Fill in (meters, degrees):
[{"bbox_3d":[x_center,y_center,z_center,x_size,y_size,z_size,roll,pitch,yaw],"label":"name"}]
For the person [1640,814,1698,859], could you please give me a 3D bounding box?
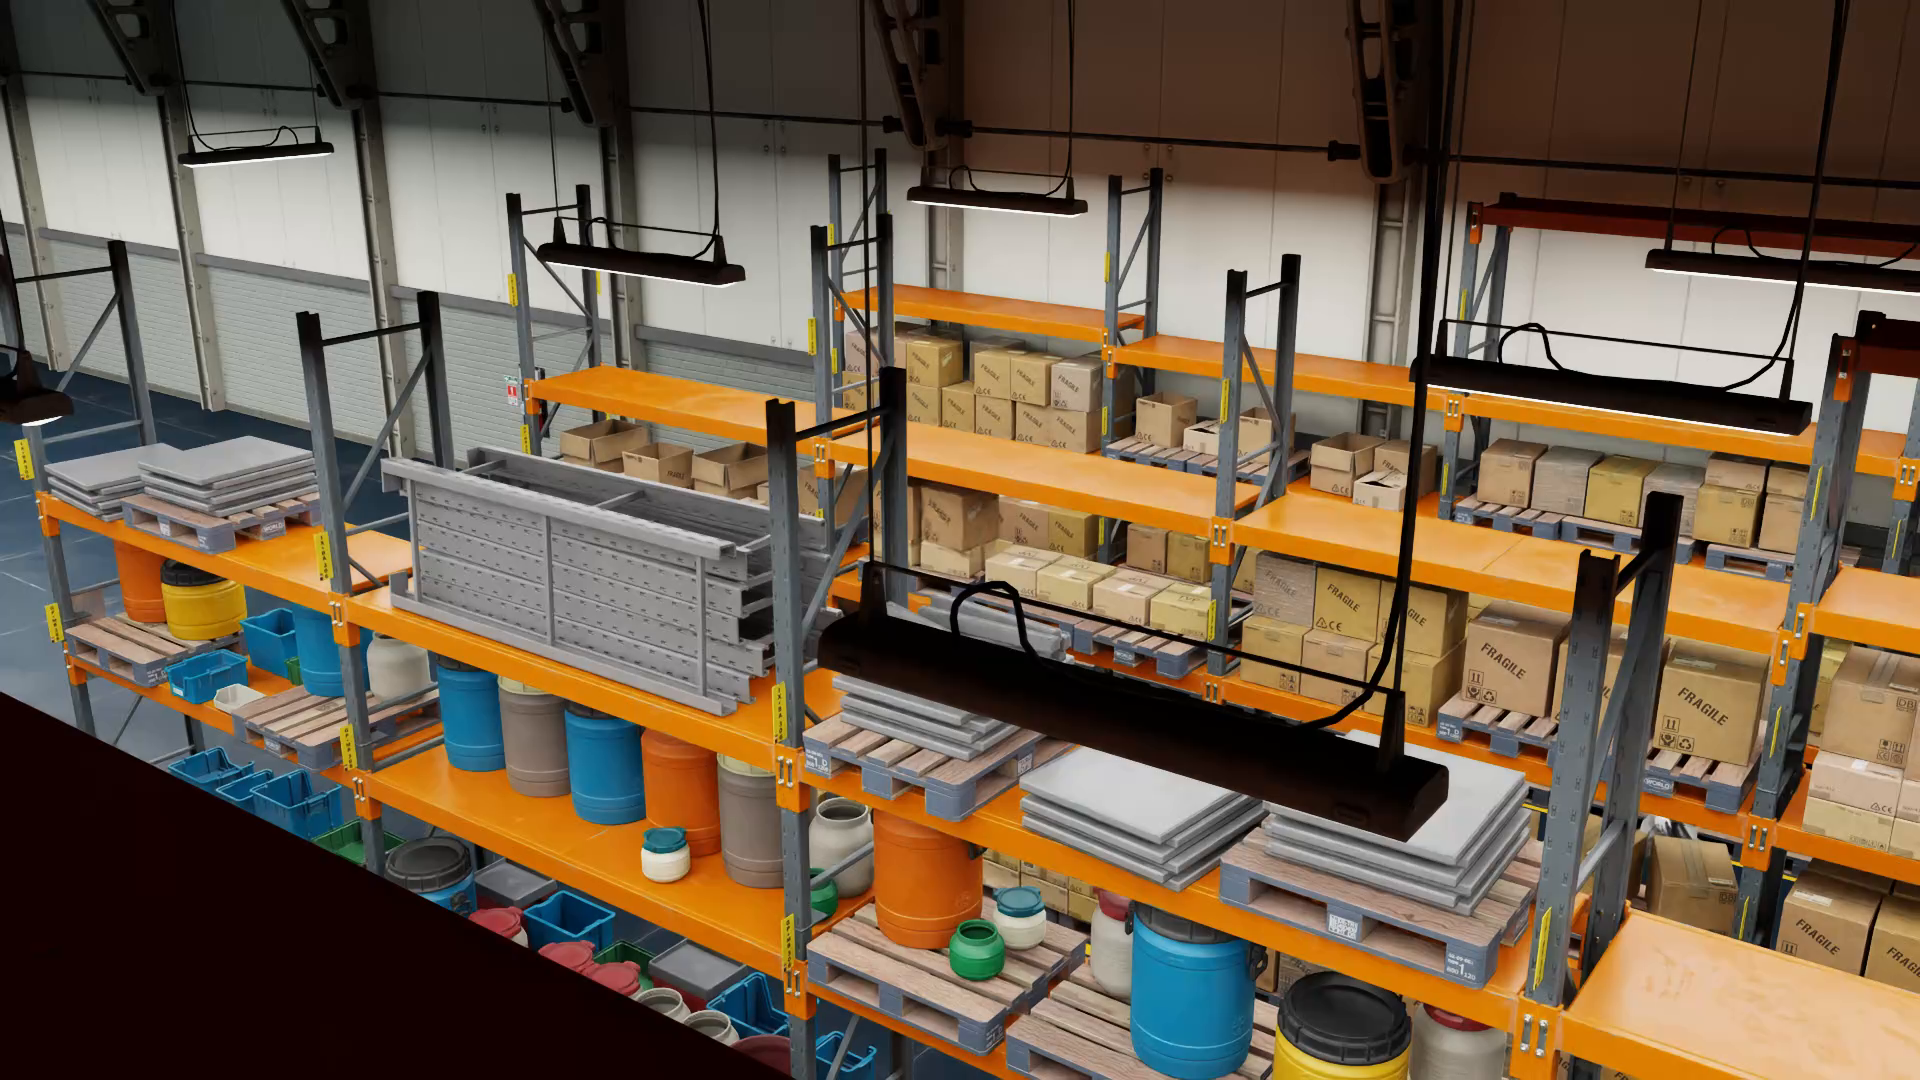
[{"bbox_3d":[6.428,2.451,15.003,0.582,1.785,0.733,-5,19,-13],"label":"person"}]
